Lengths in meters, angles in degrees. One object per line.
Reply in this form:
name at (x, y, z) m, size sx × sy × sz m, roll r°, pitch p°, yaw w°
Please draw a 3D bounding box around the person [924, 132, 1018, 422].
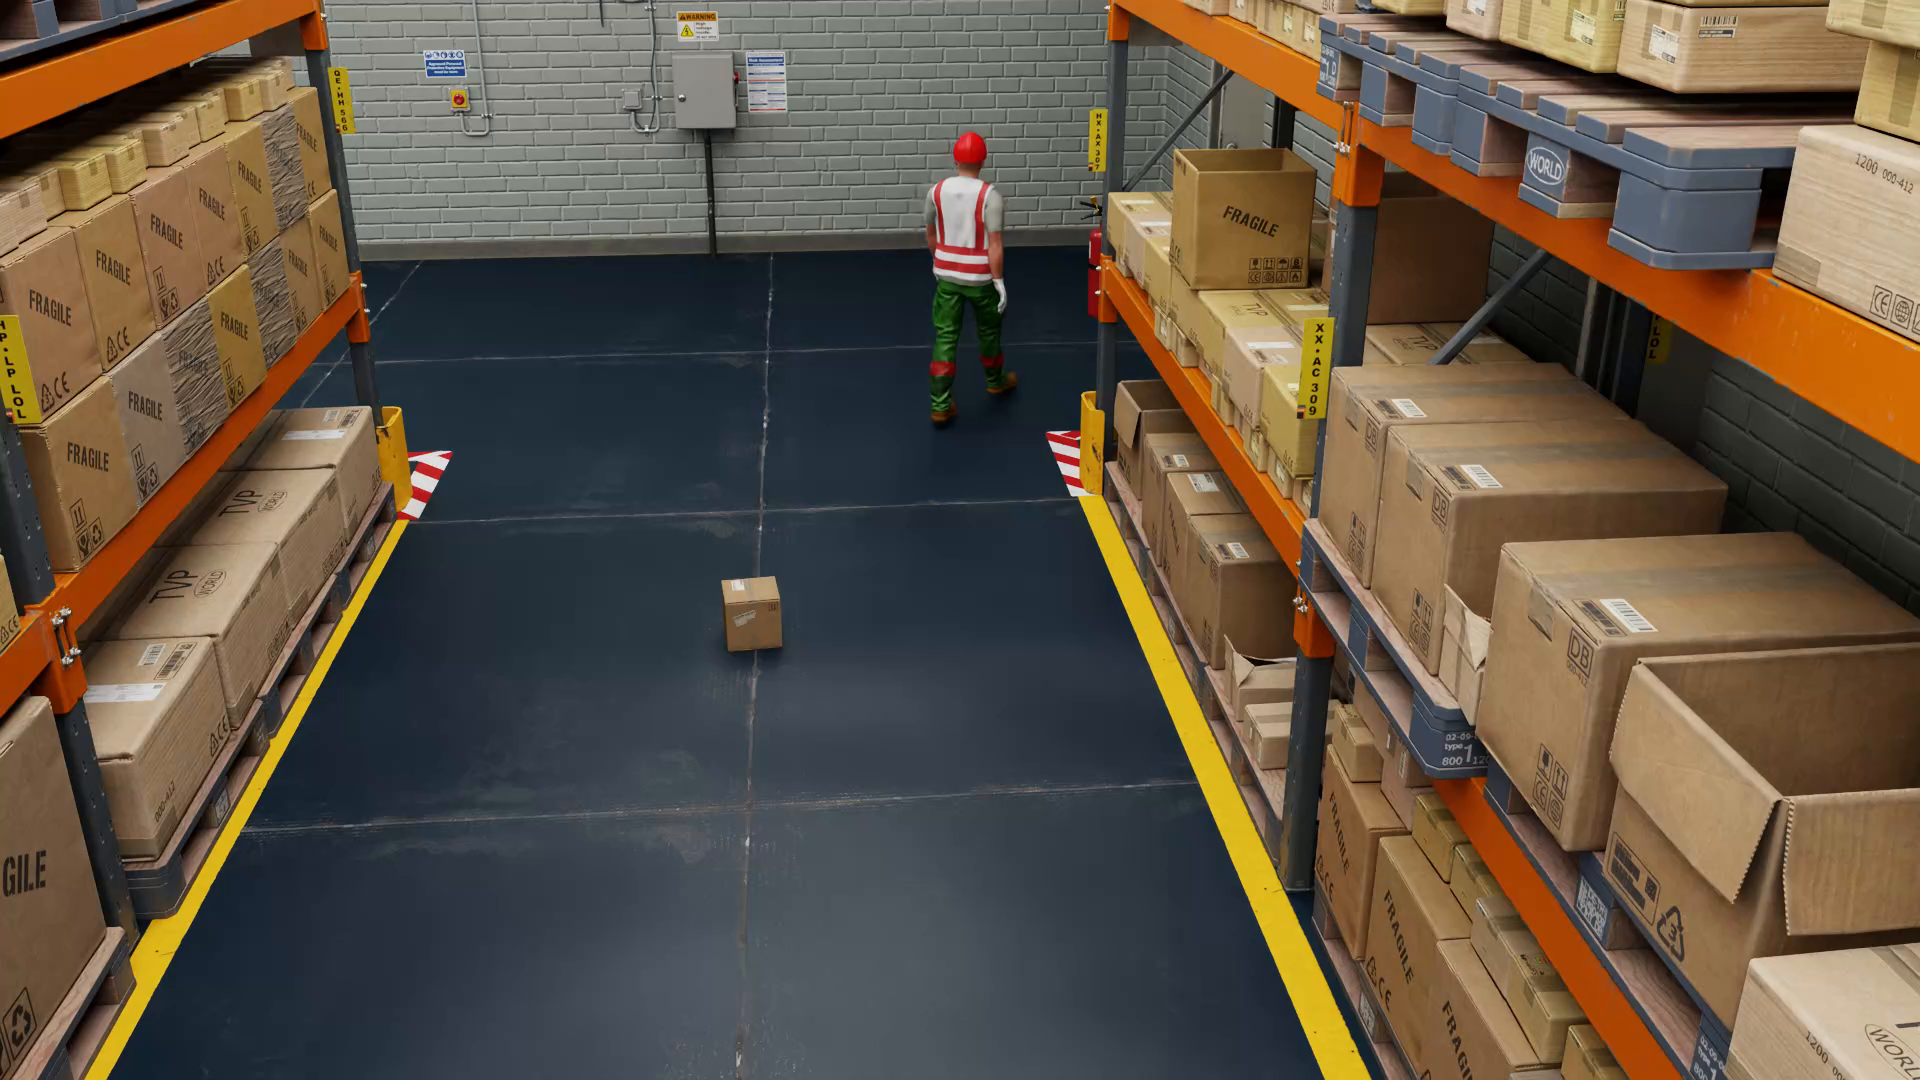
person at (0.073, -1.688, 10.411) m, size 0.570 × 1.739 × 0.963 m, roll 6°, pitch 24°, yaw 15°
